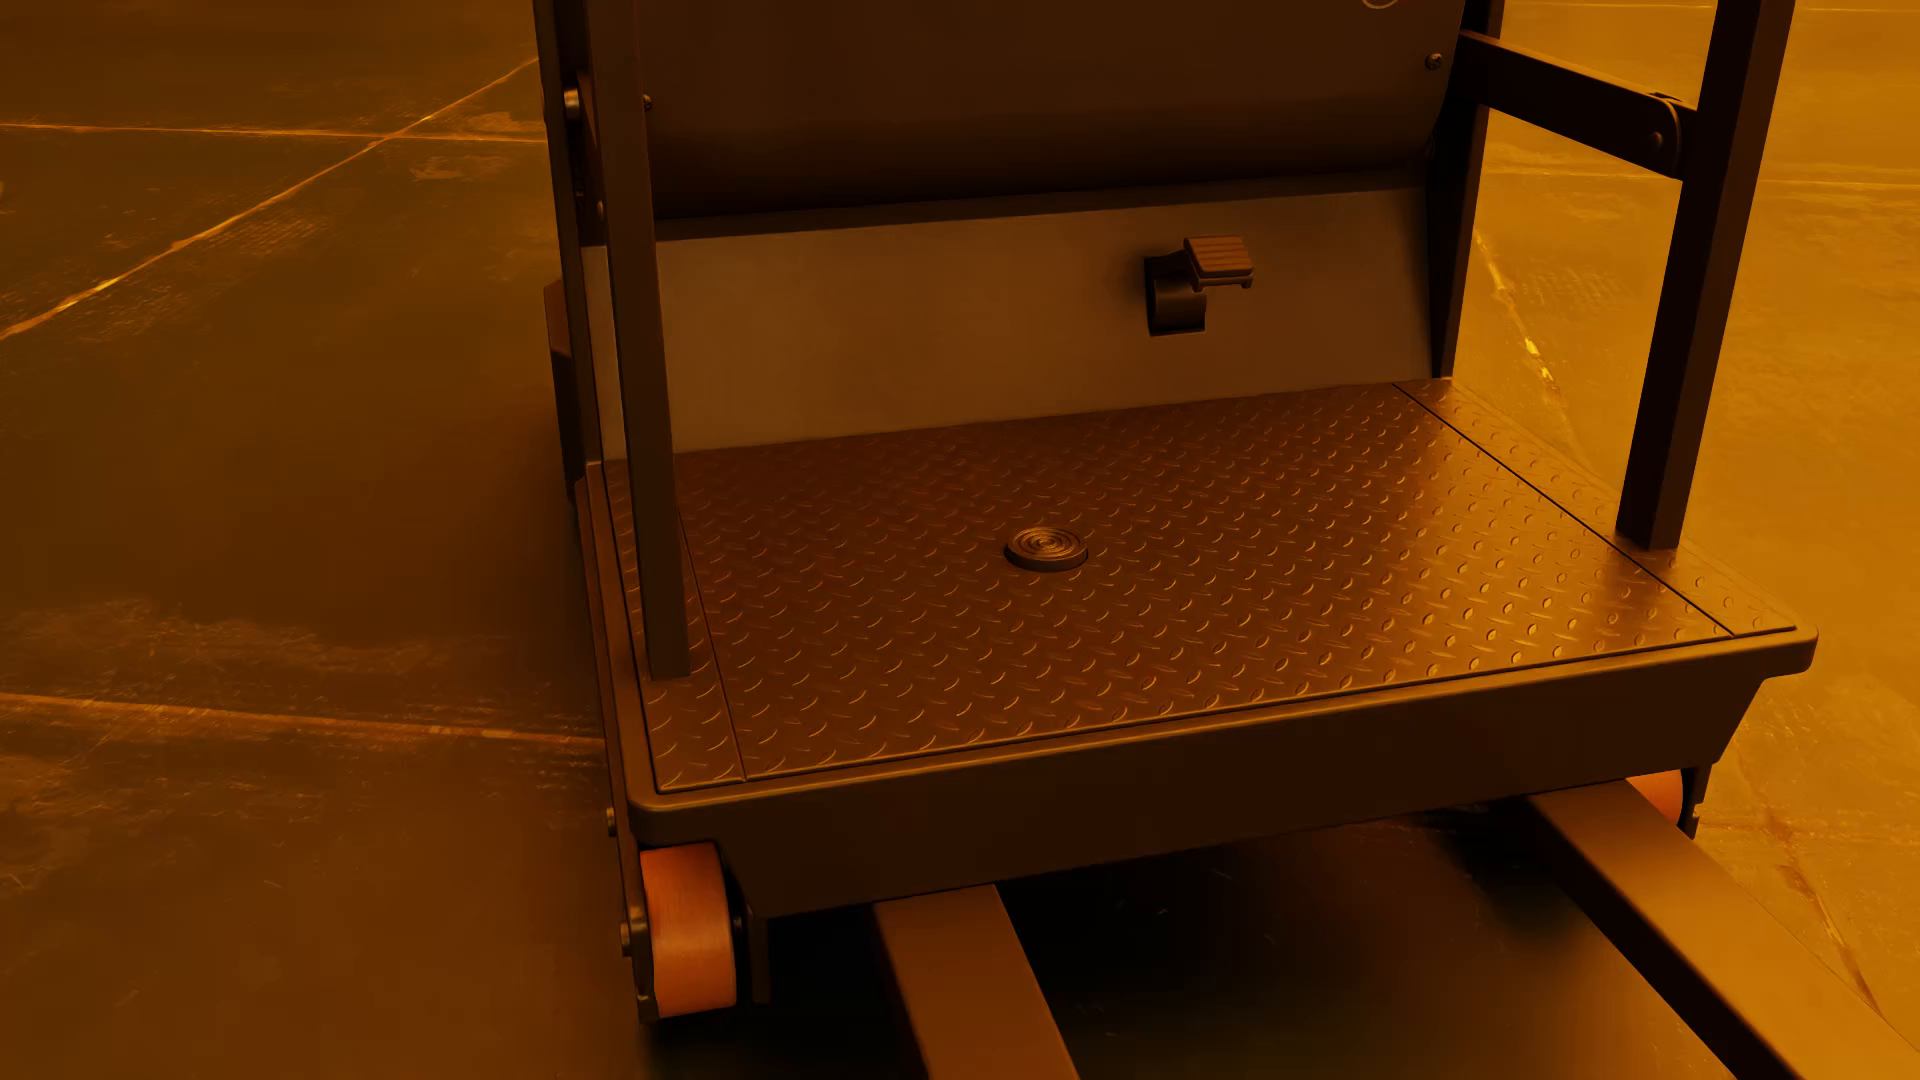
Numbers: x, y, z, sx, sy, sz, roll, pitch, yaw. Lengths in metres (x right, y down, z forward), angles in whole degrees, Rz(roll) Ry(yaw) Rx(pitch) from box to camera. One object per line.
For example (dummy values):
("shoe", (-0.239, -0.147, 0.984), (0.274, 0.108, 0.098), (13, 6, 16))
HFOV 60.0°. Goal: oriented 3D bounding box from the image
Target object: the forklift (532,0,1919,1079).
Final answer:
("forklift", (0.153, -1.049, 1.319), (1.130, 2.935, 3.031), (-7, 27, -13))
